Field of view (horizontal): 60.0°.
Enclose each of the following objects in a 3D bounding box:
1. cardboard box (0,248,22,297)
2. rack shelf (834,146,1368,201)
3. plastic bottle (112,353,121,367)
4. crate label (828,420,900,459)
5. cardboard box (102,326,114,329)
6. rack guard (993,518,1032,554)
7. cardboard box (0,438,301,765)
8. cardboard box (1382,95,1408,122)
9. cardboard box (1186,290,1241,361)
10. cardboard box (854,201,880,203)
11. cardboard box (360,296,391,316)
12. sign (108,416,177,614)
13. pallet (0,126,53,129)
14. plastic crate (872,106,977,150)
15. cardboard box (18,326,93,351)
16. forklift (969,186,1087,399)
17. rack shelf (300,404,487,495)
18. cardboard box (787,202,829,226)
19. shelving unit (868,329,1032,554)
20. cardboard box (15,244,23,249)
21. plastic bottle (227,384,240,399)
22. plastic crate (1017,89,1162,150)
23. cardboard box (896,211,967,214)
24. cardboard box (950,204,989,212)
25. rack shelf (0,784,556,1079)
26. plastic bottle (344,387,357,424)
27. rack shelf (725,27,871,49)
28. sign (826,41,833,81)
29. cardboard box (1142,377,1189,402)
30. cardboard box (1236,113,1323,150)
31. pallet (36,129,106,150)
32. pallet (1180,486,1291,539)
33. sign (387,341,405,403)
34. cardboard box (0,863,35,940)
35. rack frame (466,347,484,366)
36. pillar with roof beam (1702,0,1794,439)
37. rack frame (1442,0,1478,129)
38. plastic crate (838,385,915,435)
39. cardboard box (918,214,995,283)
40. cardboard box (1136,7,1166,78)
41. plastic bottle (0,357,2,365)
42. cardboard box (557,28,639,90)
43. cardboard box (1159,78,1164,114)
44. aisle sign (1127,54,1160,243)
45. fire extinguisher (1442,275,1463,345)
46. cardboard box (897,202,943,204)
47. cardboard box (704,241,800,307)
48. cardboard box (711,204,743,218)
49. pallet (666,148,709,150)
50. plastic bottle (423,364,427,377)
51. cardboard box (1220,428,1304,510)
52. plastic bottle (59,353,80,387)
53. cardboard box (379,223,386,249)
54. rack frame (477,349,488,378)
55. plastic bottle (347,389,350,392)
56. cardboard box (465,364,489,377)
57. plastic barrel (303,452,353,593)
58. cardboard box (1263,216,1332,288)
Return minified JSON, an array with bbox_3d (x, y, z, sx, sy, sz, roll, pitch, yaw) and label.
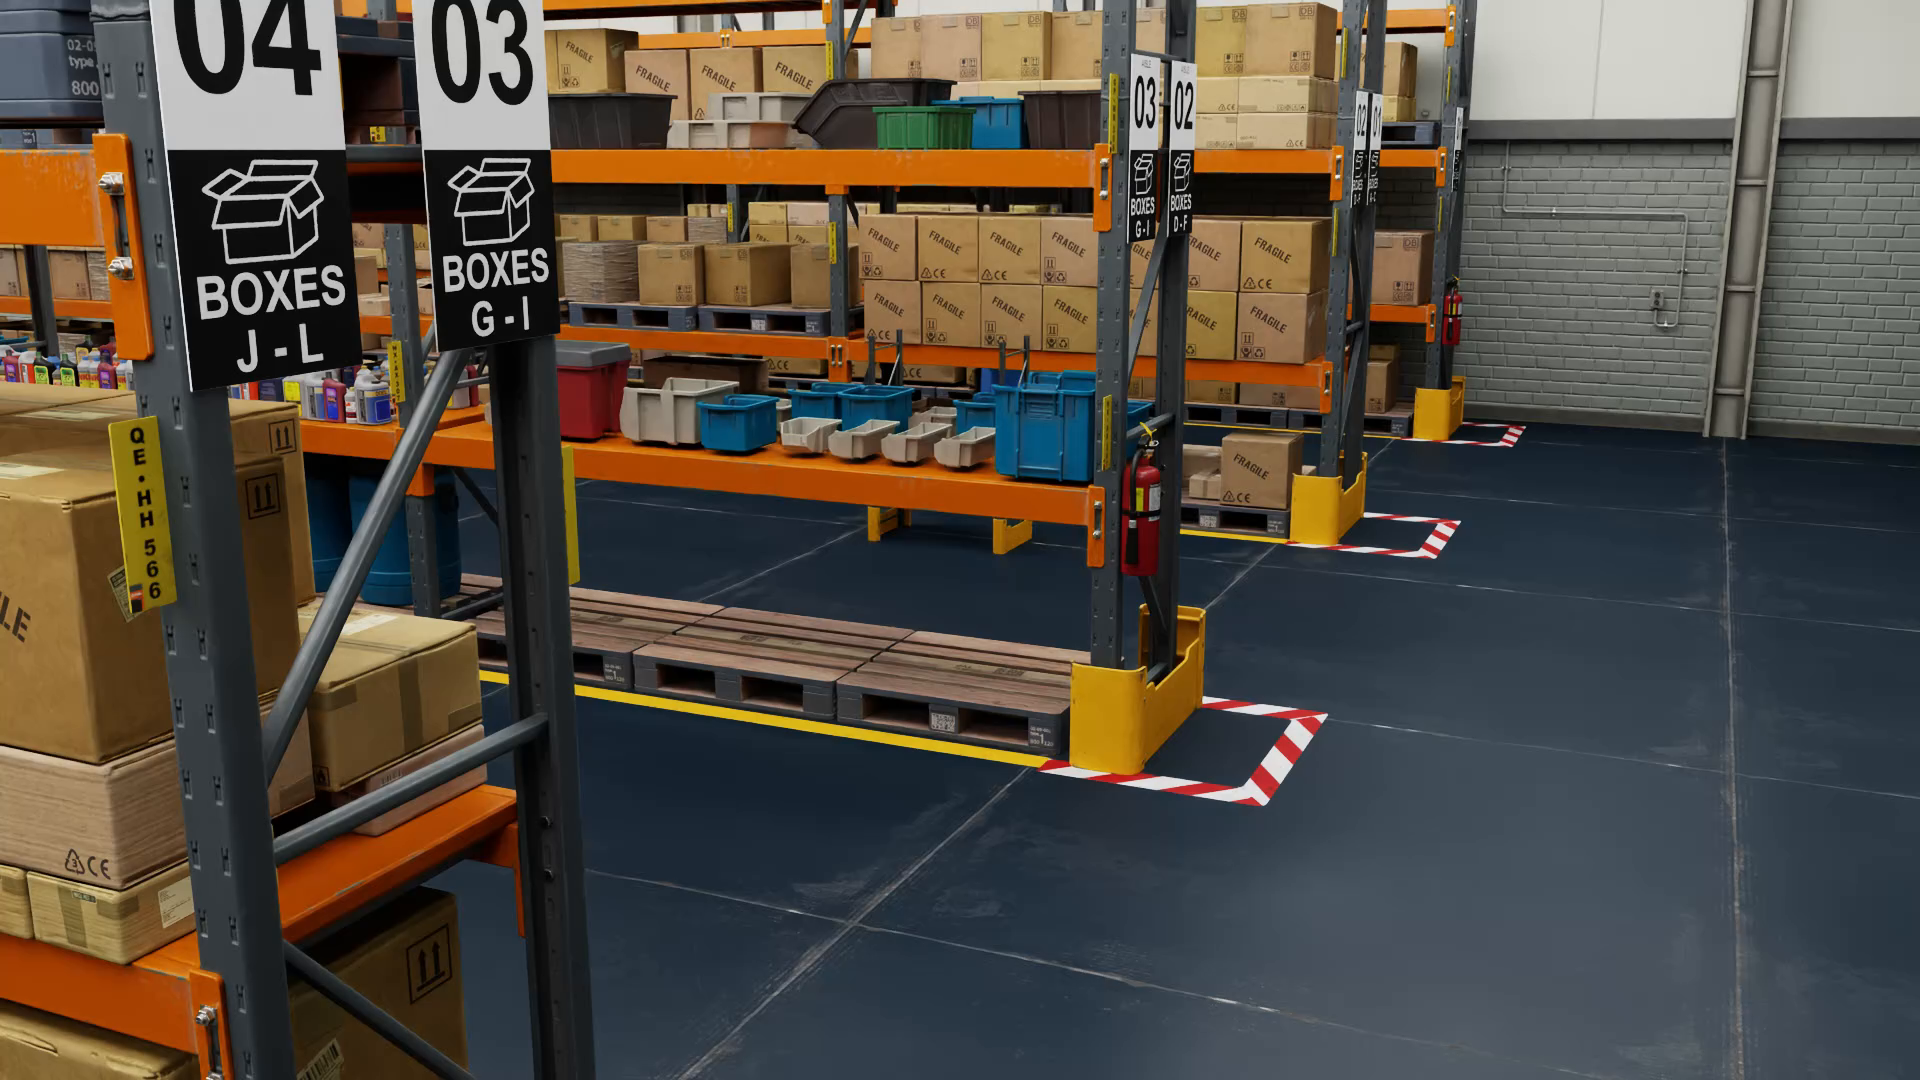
[{"bbox_3d":[-9.923,-2.885,17.767,0.500,0.500,0.700,6,15,25],"label":"cardboard box"},{"bbox_3d":[1.039,-2.840,12.800,4.000,0.370,1.077,6,14,23],"label":"rack shelf"},{"bbox_3d":[-5.605,-1.170,11.109,0.097,0.201,0.097,0,13,0],"label":"plastic bottle"},{"bbox_3d":[-0.485,-0.500,8.263,0.243,0.136,0.396,6,14,23],"label":"crate label"},{"bbox_3d":[-8.862,-2.039,17.836,0.500,0.500,0.500,6,14,23],"label":"cardboard box"},{"bbox_3d":[0.386,-0.083,12.060,0.087,0.250,0.587,6,14,23],"label":"rack guard"},{"bbox_3d":[-1.700,0.097,3.312,0.500,0.500,0.500,6,14,24],"label":"cardboard box"},{"bbox_3d":[4.093,-4.233,16.351,0.500,0.250,0.500,6,15,25],"label":"cardboard box"},{"bbox_3d":[1.872,-1.625,12.397,0.500,0.500,0.500,6,14,24],"label":"cardboard box"},{"bbox_3d":[-0.984,-3.804,19.344,0.500,0.250,0.500,5,14,22],"label":"cardboard box"},{"bbox_3d":[-5.381,-2.188,15.564,0.250,0.149,0.380,6,14,23],"label":"cardboard box"},{"bbox_3d":[-1.381,-0.043,2.819,0.005,0.325,0.100,6,14,23],"label":"sign"},{"bbox_3d":[-2.950,-1.072,3.886,1.213,0.211,1.003,6,14,23],"label":"pallet"},{"bbox_3d":[-0.160,-1.899,7.681,0.336,0.188,0.450,6,14,23],"label":"plastic crate"},{"bbox_3d":[-9.528,-1.977,17.574,0.500,0.500,0.500,6,14,23],"label":"cardboard box"},{"bbox_3d":[0.676,-2.540,16.663,1.130,2.935,3.031,-1,13,-5],"label":"forklift"},{"bbox_3d":[-4.628,-0.716,10.313,4.000,0.370,1.077,6,14,23],"label":"rack shelf"},{"bbox_3d":[-1.642,-3.743,19.085,0.500,0.250,0.500,6,14,22],"label":"cardboard box"},{"bbox_3d":[-0.070,-0.737,12.114,1.083,1.500,0.587,6,14,23],"label":"shelving unit"},{"bbox_3d":[-9.600,-3.118,17.337,0.250,0.149,0.380,6,15,25],"label":"cardboard box"},{"bbox_3d":[-4.209,-0.882,9.720,0.135,0.276,0.152,6,14,23],"label":"plastic bottle"},{"bbox_3d":[0.619,-2.001,7.937,0.590,0.269,0.497,6,14,23],"label":"plastic crate"},{"bbox_3d":[-0.223,-2.458,13.755,0.500,0.500,0.500,6,14,24],"label":"cardboard box"},{"bbox_3d":[0.219,-3.557,18.294,0.500,0.250,0.500,6,15,24],"label":"cardboard box"},{"bbox_3d":[-2.977,0.689,4.327,4.000,0.370,1.077,6,14,23],"label":"rack shelf"},{"bbox_3d":[-3.408,-0.758,9.354,0.097,0.201,0.097,0,13,0],"label":"plastic bottle"},{"bbox_3d":[-0.615,-5.511,18.492,4.000,0.370,1.077,6,14,23],"label":"rack shelf"},{"bbox_3d":[-1.011,-3.702,12.907,0.005,0.325,0.100,6,14,23],"label":"sign"},{"bbox_3d":[2.313,-1.800,17.911,0.500,0.500,0.700,6,14,23],"label":"cardboard box"},{"bbox_3d":[2.291,-2.925,11.915,0.500,0.250,0.500,6,14,23],"label":"cardboard box"},{"bbox_3d":[-4.594,-2.406,9.788,1.213,0.211,1.003,6,14,23],"label":"pallet"},{"bbox_3d":[2.069,-0.268,12.934,1.213,0.211,1.003,6,14,23],"label":"pallet"},{"bbox_3d":[-3.024,-0.901,8.921,0.005,0.325,0.100,6,14,23],"label":"sign"},{"bbox_3d":[-1.846,0.658,3.433,0.250,0.149,0.380,6,14,24],"label":"cardboard box"},{"bbox_3d":[-6.101,-3.690,21.415,0.127,3.000,1.000,6,14,23],"label":"rack frame"},{"bbox_3d":[5.946,-4.532,11.871,0.400,9.000,9.100,6,14,23],"label":"pillar with roof beam"},{"bbox_3d":[4.870,-5.500,15.998,0.127,3.000,1.000,6,14,23],"label":"rack frame"},{"bbox_3d":[-0.438,-0.672,8.786,0.300,0.233,0.416,6,14,23],"label":"plastic crate"},{"bbox_3d":[-0.001,-2.300,13.085,0.500,0.500,0.500,5,14,21],"label":"cardboard box"},{"bbox_3d":[1.468,-3.673,12.366,0.500,0.500,0.700,6,14,23],"label":"cardboard box"},{"bbox_3d":[-6.097,-1.064,10.505,0.097,0.271,0.097,0,13,0],"label":"plastic bottle"},{"bbox_3d":[-3.118,-4.145,14.379,0.500,0.500,0.500,6,14,23],"label":"cardboard box"},{"bbox_3d":[1.382,-3.263,12.263,0.500,0.250,0.500,6,14,23],"label":"cardboard box"},{"bbox_3d":[0.805,-1.708,7.278,0.004,0.787,0.394,6,14,23],"label":"aisle sign"},{"bbox_3d":[4.821,-2.250,16.264,0.183,0.674,0.296,6,14,23],"label":"fire extinguisher"},{"bbox_3d":[-0.519,-3.757,19.143,0.500,0.250,0.500,5,14,22],"label":"cardboard box"},{"bbox_3d":[-1.787,-2.309,14.391,0.500,0.500,0.700,8,16,32],"label":"cardboard box"},{"bbox_3d":[-2.771,-3.924,19.811,0.250,0.149,0.380,4,14,16],"label":"cardboard box"},{"bbox_3d":[-2.307,-3.454,14.254,1.003,0.211,1.213,6,14,23],"label":"pallet"},{"bbox_3d":[-3.286,-0.969,10.101,0.097,0.271,0.097,0,13,0],"label":"plastic bottle"},{"bbox_3d":[2.271,-0.541,12.503,0.500,0.500,0.500,6,14,23],"label":"cardboard box"},{"bbox_3d":[-5.454,-1.000,10.207,0.133,0.283,0.061,6,14,23],"label":"plastic bottle"},{"bbox_3d":[-7.117,-4.016,21.447,0.500,0.500,0.500,6,14,23],"label":"cardboard box"},{"bbox_3d":[-4.447,-2.285,15.427,0.127,3.000,1.000,6,14,23],"label":"rack frame"},{"bbox_3d":[-3.505,-0.783,9.460,0.097,0.201,0.097,0,13,0],"label":"plastic bottle"},{"bbox_3d":[-4.807,-1.534,16.097,0.500,0.311,0.500,6,15,25],"label":"cardboard box"},{"bbox_3d":[-3.937,-0.183,10.143,0.708,0.901,0.600,6,14,23],"label":"plastic barrel"},{"bbox_3d":[2.569,-2.176,12.556,0.500,0.500,0.500,6,15,25],"label":"cardboard box"}]
